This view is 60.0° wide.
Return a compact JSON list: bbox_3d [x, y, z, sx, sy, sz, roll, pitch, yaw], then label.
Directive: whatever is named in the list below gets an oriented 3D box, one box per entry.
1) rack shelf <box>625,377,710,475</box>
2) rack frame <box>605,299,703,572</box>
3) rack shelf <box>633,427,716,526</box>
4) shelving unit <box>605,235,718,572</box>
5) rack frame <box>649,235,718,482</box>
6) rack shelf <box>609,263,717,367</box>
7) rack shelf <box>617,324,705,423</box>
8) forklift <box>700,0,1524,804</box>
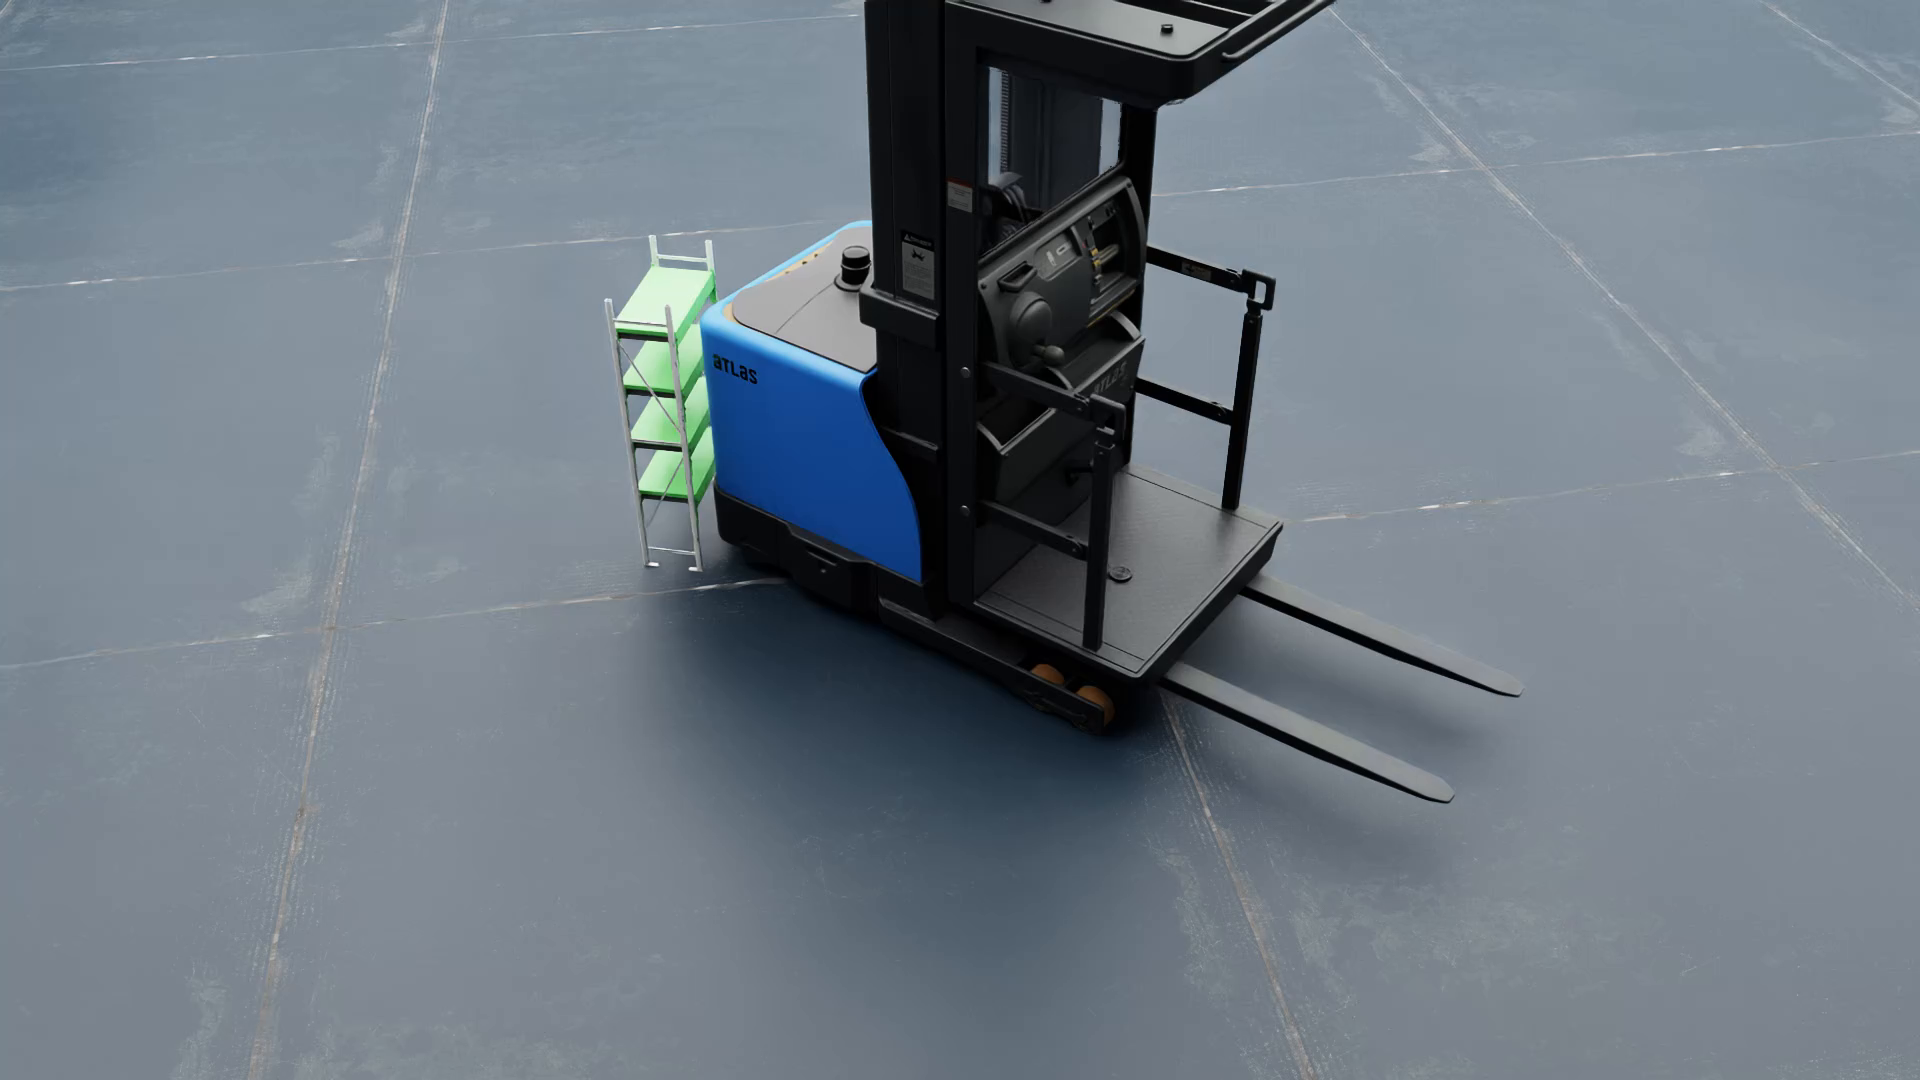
[{"bbox_3d":[-1.095,-0.461,6.470,0.258,0.148,0.480,6,38,8],"label":"rack shelf"},{"bbox_3d":[-1.138,-0.364,6.241,0.240,1.200,0.015,6,38,8],"label":"rack frame"},{"bbox_3d":[-1.095,-0.272,6.617,0.258,0.148,0.480,6,38,8],"label":"rack shelf"},{"bbox_3d":[-1.095,-0.512,6.430,0.258,1.200,0.503,6,38,8],"label":"shelving unit"},{"bbox_3d":[-1.052,-0.659,6.620,0.240,1.200,0.015,6,38,8],"label":"rack frame"},{"bbox_3d":[-1.095,-0.840,6.175,0.258,0.148,0.480,6,38,8],"label":"rack shelf"},{"bbox_3d":[-1.095,-0.651,6.322,0.258,0.148,0.480,6,38,8],"label":"rack shelf"},{"bbox_3d":[0.524,-0.849,5.454,3.031,2.935,1.130,24,44,27],"label":"forklift"}]
